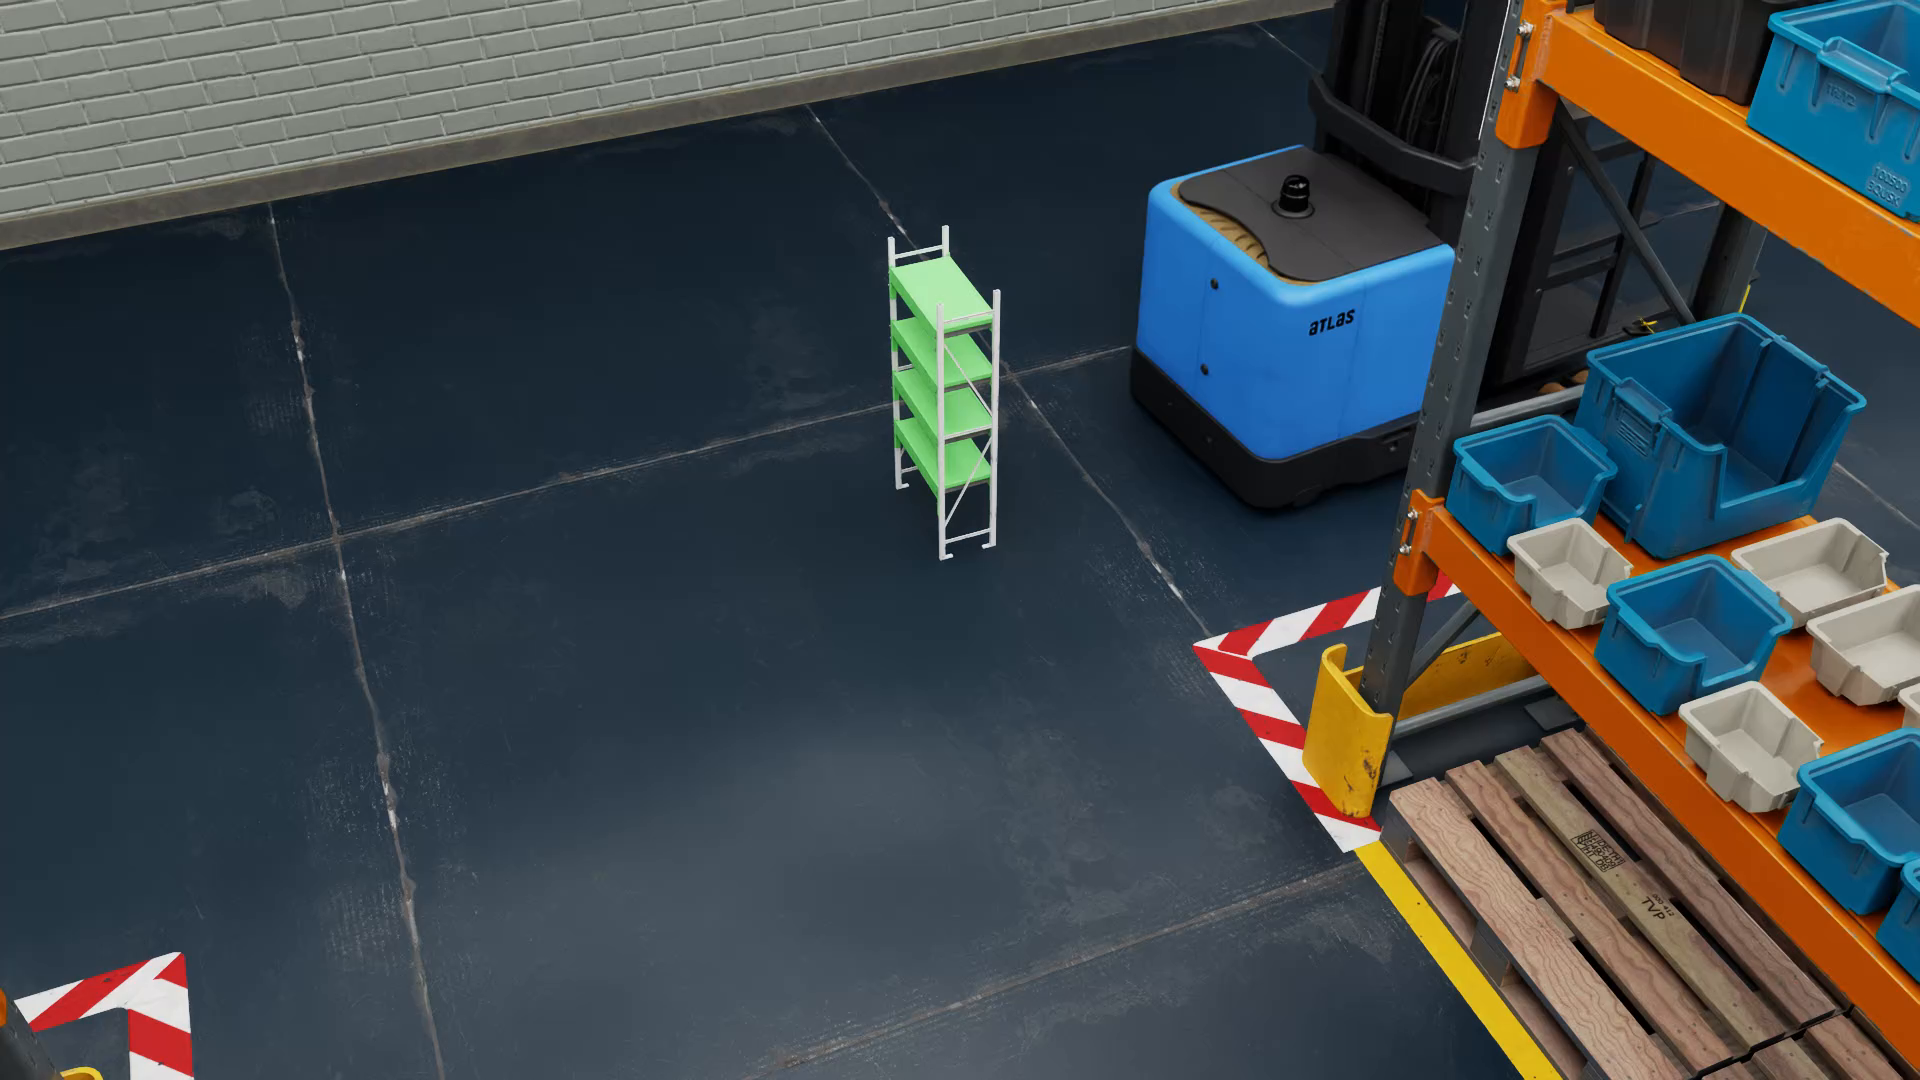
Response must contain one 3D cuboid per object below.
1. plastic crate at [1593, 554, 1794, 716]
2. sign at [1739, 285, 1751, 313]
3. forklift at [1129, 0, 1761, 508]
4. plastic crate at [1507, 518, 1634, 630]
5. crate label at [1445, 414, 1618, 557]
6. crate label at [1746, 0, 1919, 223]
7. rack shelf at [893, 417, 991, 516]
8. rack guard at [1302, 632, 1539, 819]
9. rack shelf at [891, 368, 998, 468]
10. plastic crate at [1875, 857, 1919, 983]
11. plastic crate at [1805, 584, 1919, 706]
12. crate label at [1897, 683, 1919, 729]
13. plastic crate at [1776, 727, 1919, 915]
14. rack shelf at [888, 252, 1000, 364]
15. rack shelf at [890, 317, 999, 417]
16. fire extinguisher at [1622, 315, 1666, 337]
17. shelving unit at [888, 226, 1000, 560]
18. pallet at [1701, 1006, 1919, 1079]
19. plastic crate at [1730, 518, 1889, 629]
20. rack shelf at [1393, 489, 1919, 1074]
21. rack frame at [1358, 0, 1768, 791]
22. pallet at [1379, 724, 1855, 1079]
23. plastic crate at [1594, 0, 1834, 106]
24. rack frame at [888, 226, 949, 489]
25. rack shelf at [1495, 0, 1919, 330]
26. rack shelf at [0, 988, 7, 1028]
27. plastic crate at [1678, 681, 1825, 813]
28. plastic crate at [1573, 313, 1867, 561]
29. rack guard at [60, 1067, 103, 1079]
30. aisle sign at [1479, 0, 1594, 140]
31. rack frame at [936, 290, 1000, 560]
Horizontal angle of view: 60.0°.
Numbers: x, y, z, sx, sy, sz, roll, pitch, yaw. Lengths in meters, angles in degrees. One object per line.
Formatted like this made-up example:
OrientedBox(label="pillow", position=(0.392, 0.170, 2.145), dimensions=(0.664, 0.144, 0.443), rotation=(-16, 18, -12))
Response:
OrientedBox(label="plastic crate", position=(1.852, 0.252, 4.238), dimensions=(0.416, 0.233, 0.300), rotation=(-15, 43, -17))
OrientedBox(label="sign", position=(2.312, -0.625, 5.051), dimensions=(0.100, 0.325, 0.005), rotation=(-15, 43, -17))
OrientedBox(label="forklift", position=(2.302, -1.927, 6.743), dimensions=(3.031, 2.935, 1.130), rotation=(-19, 44, -21))
OrientedBox(label="plastic crate", position=(1.646, 0.106, 4.482), dimensions=(0.250, 0.136, 0.298), rotation=(-15, 43, -17))
OrientedBox(label="crate label", position=(1.600, -0.144, 4.699), dimensions=(0.416, 0.233, 0.303), rotation=(-15, 43, -17))
OrientedBox(label="crate label", position=(1.864, -0.860, 3.263), dimensions=(0.408, 0.251, 0.502), rotation=(-15, 43, -17))
OrientedBox(label="rack shelf", position=(-0.063, -0.324, 6.673), dimensions=(0.258, 0.148, 0.480), rotation=(-15, 43, -17))
OrientedBox(label="rack guard", position=(1.788, 0.521, 5.761), dimensions=(1.175, 0.500, 0.348), rotation=(-15, 43, -17))
OrientedBox(label="rack shelf", position=(-0.063, -0.506, 6.516), dimensions=(0.258, 0.148, 0.480), rotation=(-15, 43, -17))
OrientedBox(label="plastic crate", position=(2.218, 0.830, 3.567), dimensions=(0.416, 0.233, 0.300), rotation=(-15, 43, -17))
OrientedBox(label="plastic crate", position=(2.386, 0.286, 4.273), dimensions=(0.396, 0.136, 0.243), rotation=(-15, 43, -17))
OrientedBox(label="crate label", position=(2.516, 0.447, 4.085), dimensions=(0.396, 0.136, 0.243), rotation=(-15, 43, -17))
OrientedBox(label="plastic crate", position=(2.104, 0.649, 3.777), dimensions=(0.416, 0.233, 0.300), rotation=(-15, 43, -17))
OrientedBox(label="rack shelf", position=(-0.063, -0.870, 6.203), dimensions=(0.258, 0.148, 0.480), rotation=(-15, 43, -17))
OrientedBox(label="rack shelf", position=(-0.063, -0.688, 6.360), dimensions=(0.258, 0.148, 0.480), rotation=(-15, 43, -17))
OrientedBox(label="fire extinguisher", position=(2.172, -0.449, 5.317), dimensions=(0.296, 0.674, 0.183), rotation=(-15, 43, -17))
OrientedBox(label="shelving unit", position=(-0.063, -0.555, 6.475), dimensions=(0.258, 1.200, 0.503), rotation=(-15, 43, -17))
OrientedBox(label="pallet", position=(2.552, 1.882, 4.400), dimensions=(1.003, 0.211, 1.213), rotation=(-15, 43, -17))
OrientedBox(label="plastic crate", position=(2.289, 0.108, 4.480), dimensions=(0.396, 0.136, 0.243), rotation=(-15, 43, -17))
OrientedBox(label="rack shelf", position=(2.575, 1.062, 3.766), dimensions=(1.077, 0.370, 4.000), rotation=(-15, 43, -17))
OrientedBox(label="rack frame", position=(1.810, -0.416, 4.933), dimensions=(1.000, 3.000, 0.127), rotation=(-15, 43, -17))
OrientedBox(label="pallet", position=(2.089, 1.148, 5.253), dimensions=(1.003, 0.211, 1.213), rotation=(-15, 43, -17))
OrientedBox(label="plastic crate", position=(1.699, -1.202, 3.647), dimensions=(0.497, 0.269, 0.590), rotation=(-15, 43, -17))
OrientedBox(label="rack frame", position=(-0.157, -0.702, 6.646), dimensions=(0.240, 1.200, 0.015), rotation=(-15, 43, -17))
OrientedBox(label="rack shelf", position=(2.575, -0.075, 2.788), dimensions=(1.077, 0.370, 4.000), rotation=(-15, 43, -17))
OrientedBox(label="rack shelf", position=(-2.003, 2.295, 2.332), dimensions=(1.077, 0.370, 4.000), rotation=(-15, 43, -17))
OrientedBox(label="plastic crate", position=(1.906, 0.515, 4.007), dimensions=(0.250, 0.136, 0.298), rotation=(-15, 43, -17))
OrientedBox(label="plastic crate", position=(2.110, -0.297, 4.721), dimensions=(0.616, 0.435, 0.499), rotation=(-15, 43, -17))
OrientedBox(label="rack guard", position=(-2.739, 1.811, 4.260), dimensions=(1.175, 0.500, 0.348), rotation=(-15, 43, -17))
OrientedBox(label="aisle sign", position=(1.508, -1.371, 4.049), dimensions=(0.394, 0.787, 0.004), rotation=(-15, 43, -17))
OrientedBox(label="rack frame", position=(0.030, -0.408, 6.304), dimensions=(0.240, 1.200, 0.015), rotation=(-15, 43, -17))
